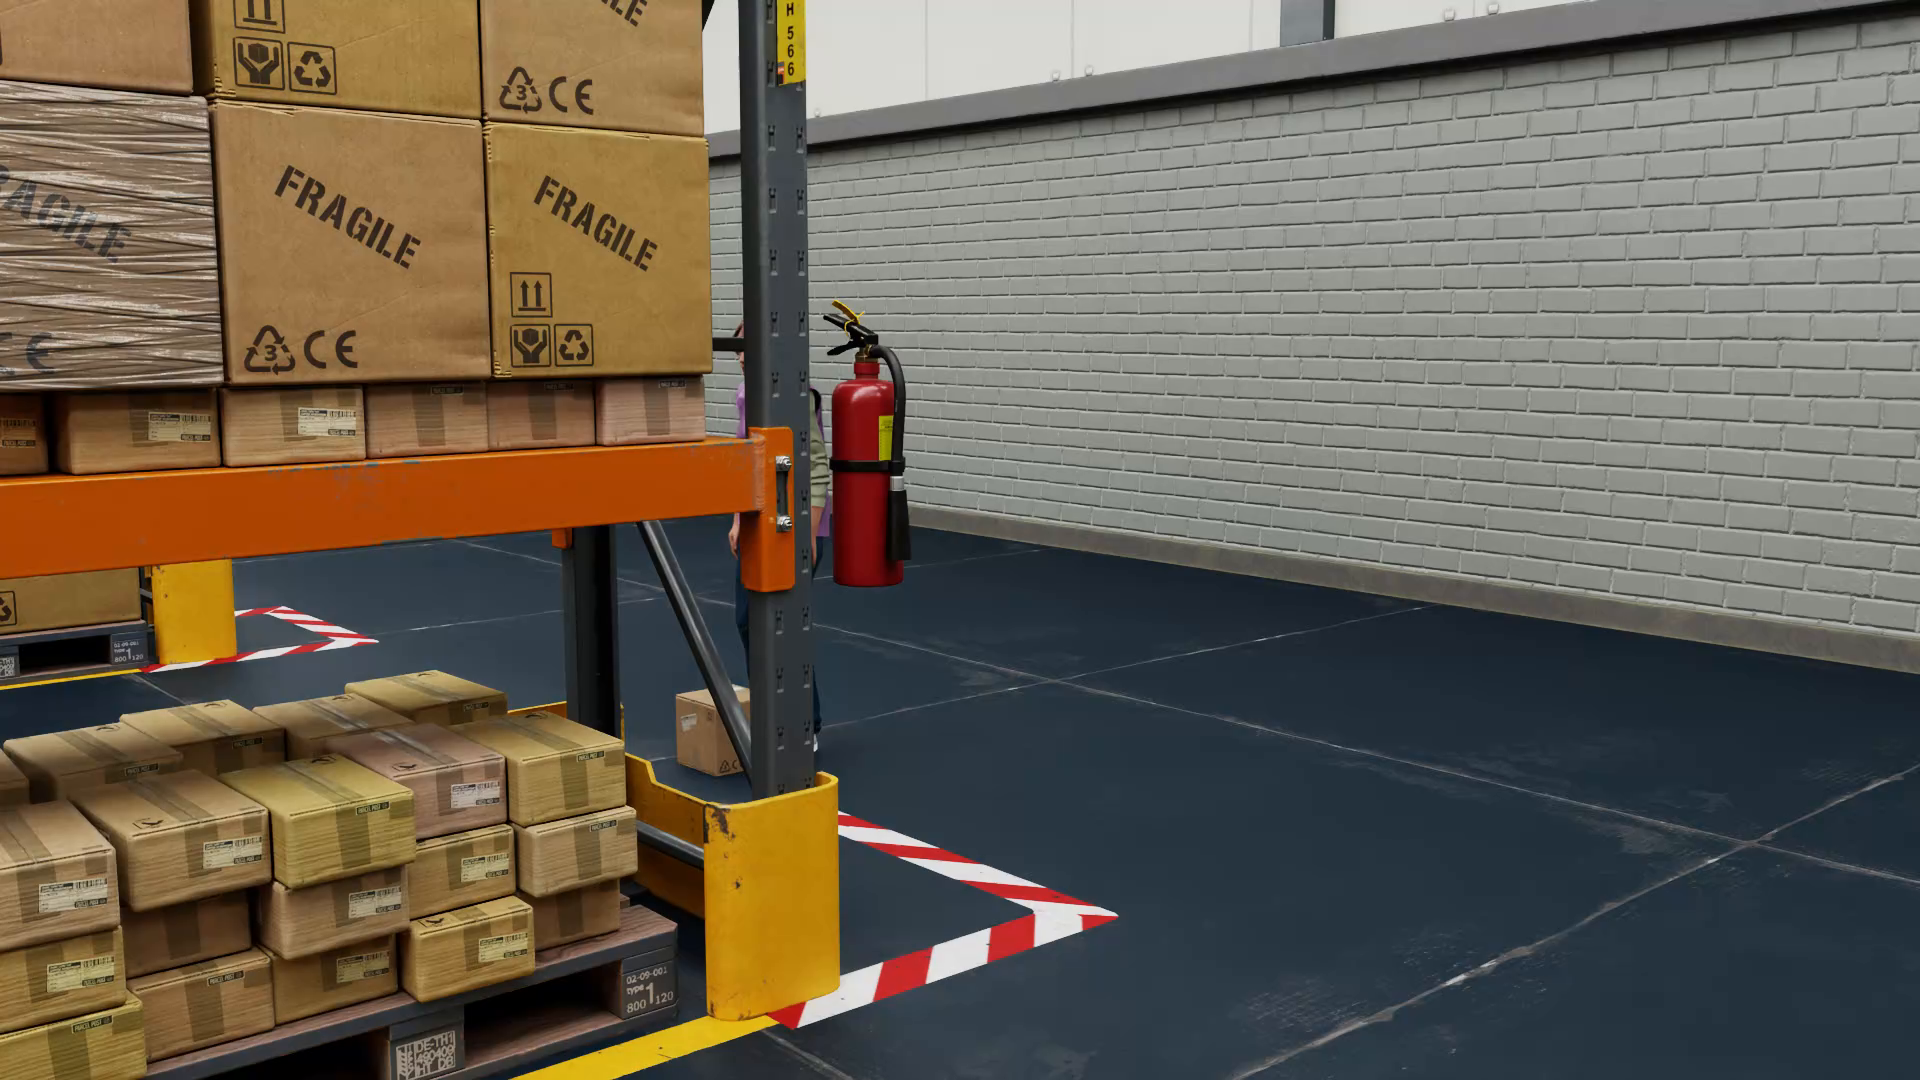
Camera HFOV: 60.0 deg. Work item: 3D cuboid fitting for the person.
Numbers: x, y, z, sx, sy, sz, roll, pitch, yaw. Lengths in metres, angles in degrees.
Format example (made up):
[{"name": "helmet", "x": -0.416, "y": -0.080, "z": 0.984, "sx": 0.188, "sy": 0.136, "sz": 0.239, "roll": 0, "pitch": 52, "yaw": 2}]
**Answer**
[{"name": "person", "x": -0.664, "y": -0.016, "z": 5.954, "sx": 0.348, "sy": 1.593, "sz": 0.465, "roll": -7, "pitch": 10, "yaw": -41}]
